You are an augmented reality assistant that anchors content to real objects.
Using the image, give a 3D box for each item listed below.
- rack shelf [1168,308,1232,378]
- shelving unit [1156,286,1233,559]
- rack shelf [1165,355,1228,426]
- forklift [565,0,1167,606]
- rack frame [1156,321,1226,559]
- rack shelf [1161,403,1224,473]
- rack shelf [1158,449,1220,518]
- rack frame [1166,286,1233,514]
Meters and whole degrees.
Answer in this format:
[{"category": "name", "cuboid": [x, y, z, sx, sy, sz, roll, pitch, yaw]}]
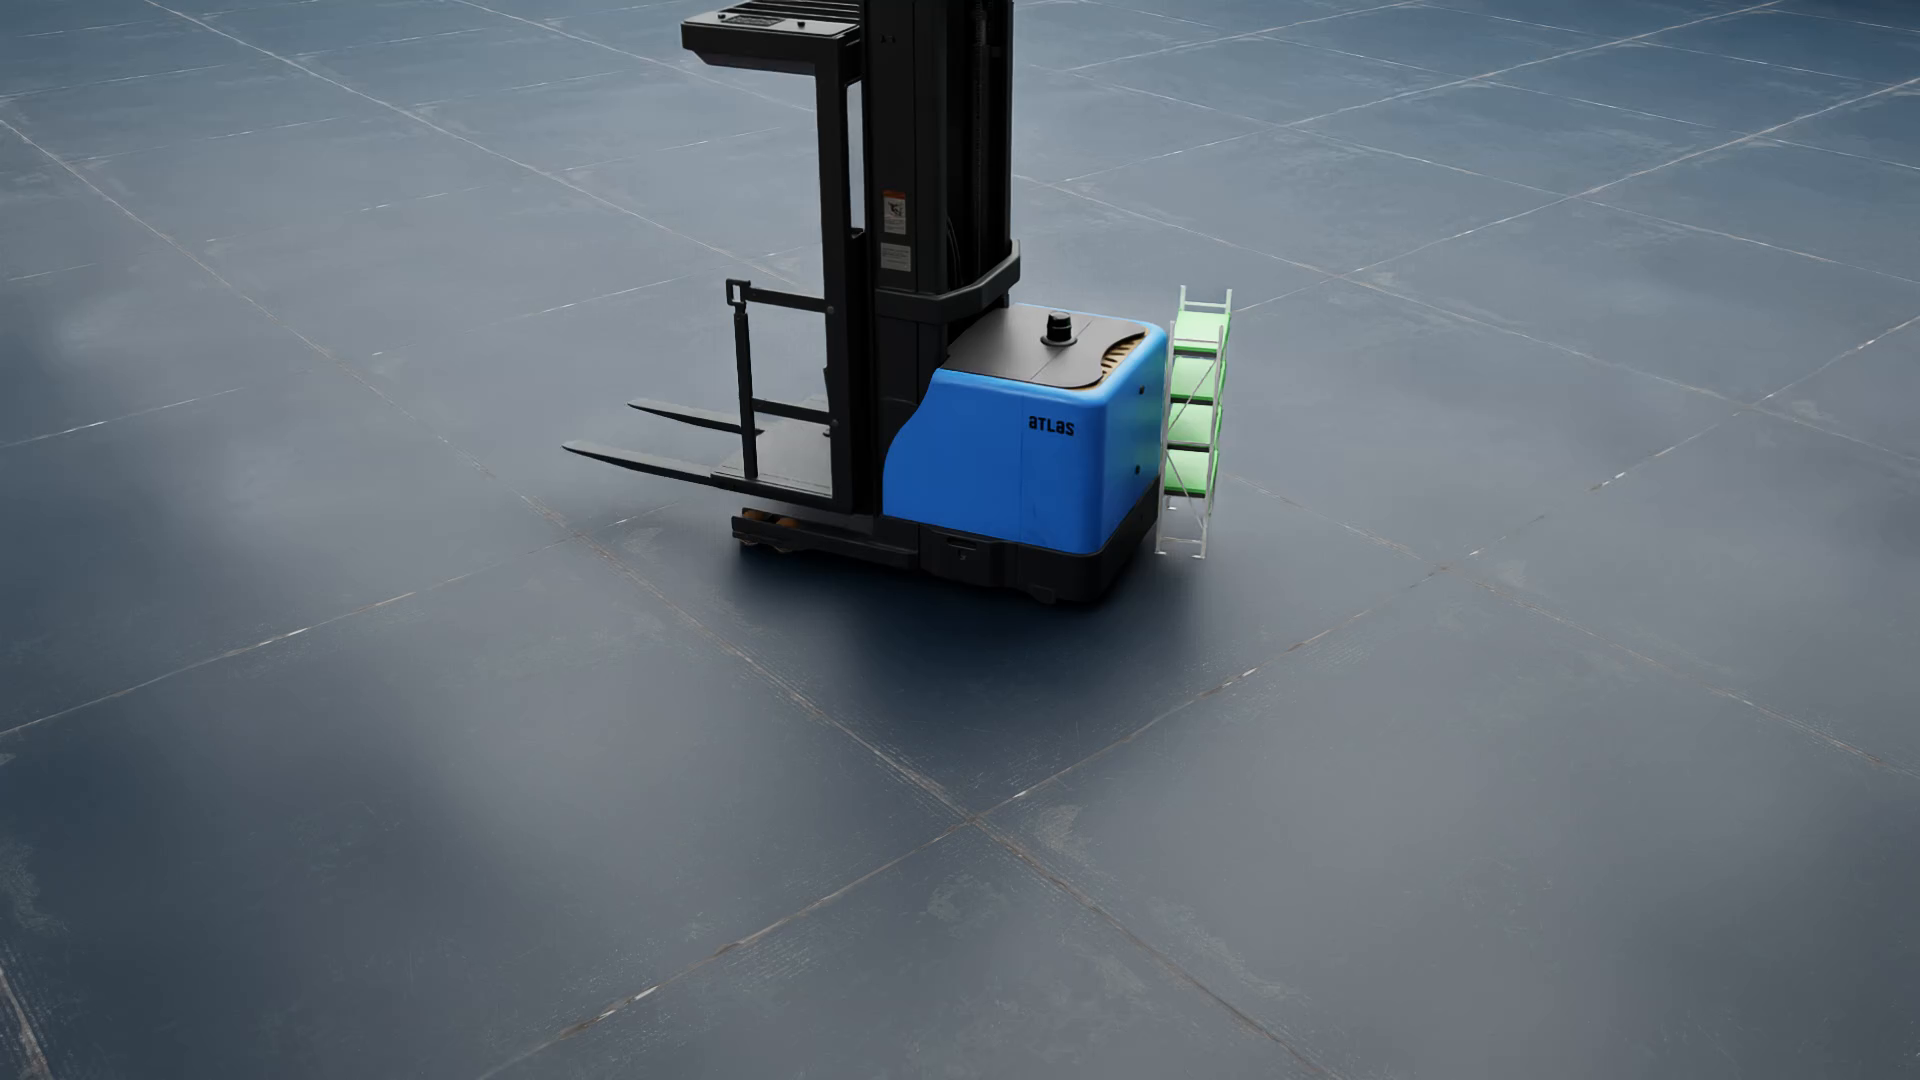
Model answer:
[{"category": "rack shelf", "cuboid": [1.133, -0.930, 7.833, 0.258, 0.148, 0.480, 6, 29, 10]}, {"category": "shelving unit", "cuboid": [1.130, -0.563, 8.029, 0.258, 1.200, 0.503, 6, 29, 10]}, {"category": "rack shelf", "cuboid": [1.131, -0.718, 7.946, 0.258, 0.148, 0.480, 6, 29, 10]}, {"category": "forklift", "cuboid": [-0.564, -1.449, 7.851, 3.031, 2.935, 1.130, 12, 30, 22]}, {"category": "rack frame", "cuboid": [1.080, -0.451, 7.819, 0.240, 1.200, 0.015, 6, 29, 10]}, {"category": "rack shelf", "cuboid": [1.130, -0.507, 8.059, 0.258, 0.148, 0.480, 6, 29, 10]}, {"category": "rack shelf", "cuboid": [1.128, -0.295, 8.173, 0.258, 0.148, 0.480, 6, 29, 10]}, {"category": "rack frame", "cuboid": [1.180, -0.676, 8.240, 0.240, 1.200, 0.015, 6, 29, 10]}]
